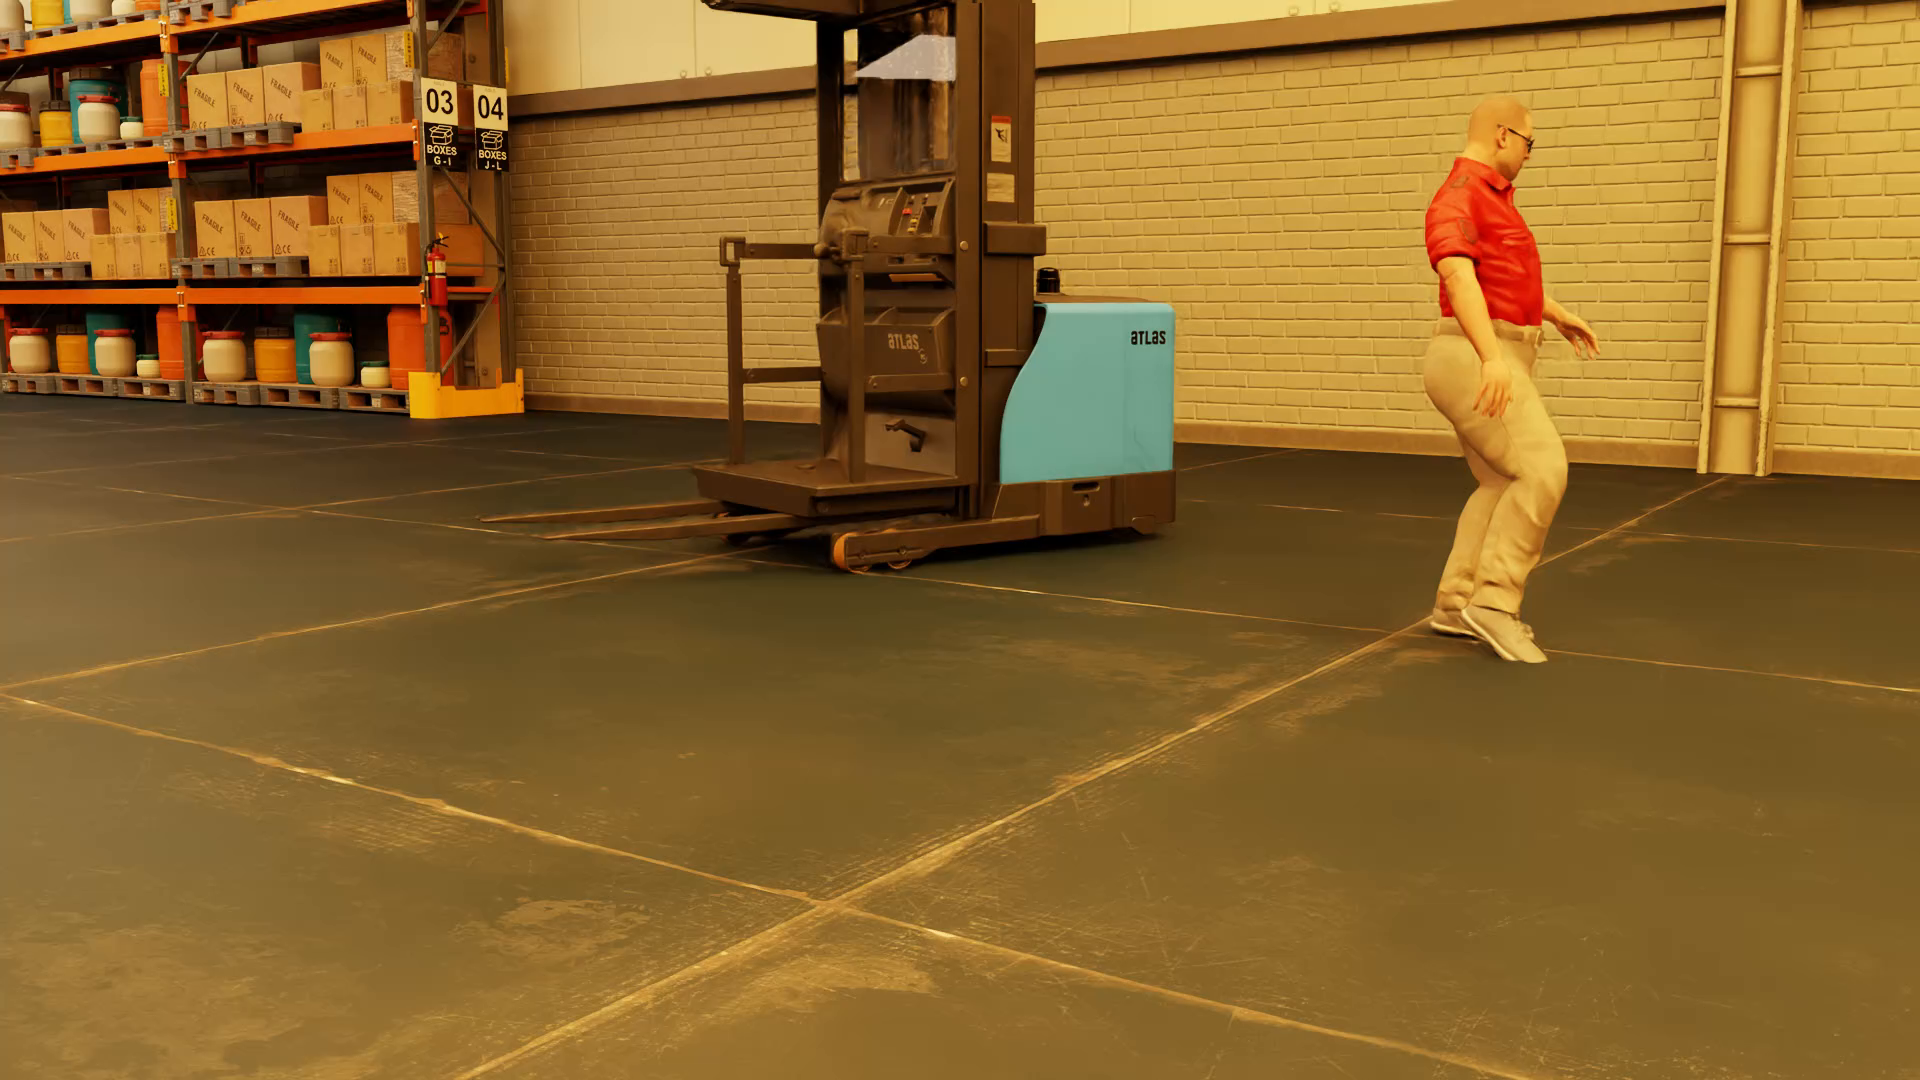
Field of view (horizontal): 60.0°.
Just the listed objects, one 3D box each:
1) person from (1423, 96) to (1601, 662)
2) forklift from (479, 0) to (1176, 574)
[{"bbox_3d":[1.704,-0.489,5.207,0.464,1.761,0.923,4,9,29],"label":"person"},{"bbox_3d":[-0.491,-1.400,7.039,3.031,2.935,1.130,-6,10,-36],"label":"forklift"}]
